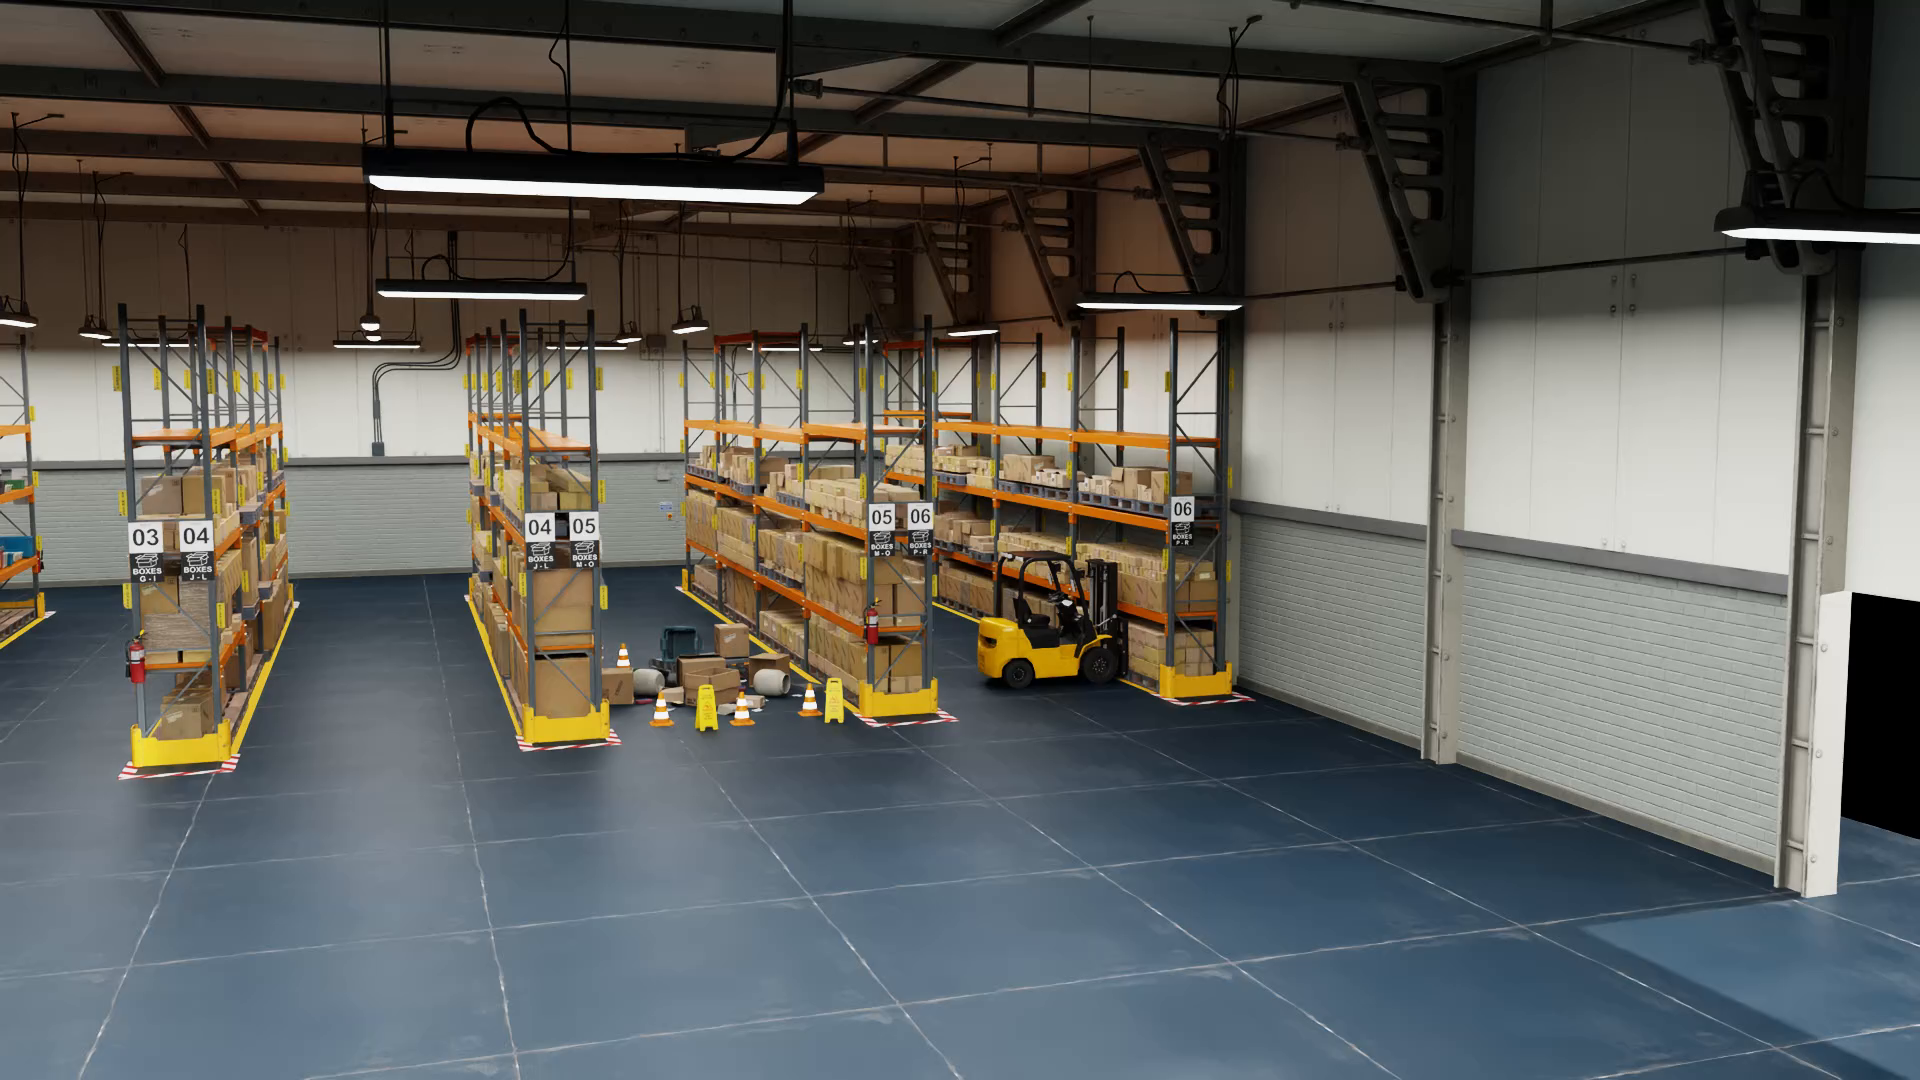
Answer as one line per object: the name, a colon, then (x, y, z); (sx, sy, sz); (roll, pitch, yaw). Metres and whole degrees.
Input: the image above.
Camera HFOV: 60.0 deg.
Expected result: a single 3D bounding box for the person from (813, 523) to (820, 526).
person: (-3.429, 0.324, 38.710); (0.695, 1.632, 0.574); (-2, 6, -24)
